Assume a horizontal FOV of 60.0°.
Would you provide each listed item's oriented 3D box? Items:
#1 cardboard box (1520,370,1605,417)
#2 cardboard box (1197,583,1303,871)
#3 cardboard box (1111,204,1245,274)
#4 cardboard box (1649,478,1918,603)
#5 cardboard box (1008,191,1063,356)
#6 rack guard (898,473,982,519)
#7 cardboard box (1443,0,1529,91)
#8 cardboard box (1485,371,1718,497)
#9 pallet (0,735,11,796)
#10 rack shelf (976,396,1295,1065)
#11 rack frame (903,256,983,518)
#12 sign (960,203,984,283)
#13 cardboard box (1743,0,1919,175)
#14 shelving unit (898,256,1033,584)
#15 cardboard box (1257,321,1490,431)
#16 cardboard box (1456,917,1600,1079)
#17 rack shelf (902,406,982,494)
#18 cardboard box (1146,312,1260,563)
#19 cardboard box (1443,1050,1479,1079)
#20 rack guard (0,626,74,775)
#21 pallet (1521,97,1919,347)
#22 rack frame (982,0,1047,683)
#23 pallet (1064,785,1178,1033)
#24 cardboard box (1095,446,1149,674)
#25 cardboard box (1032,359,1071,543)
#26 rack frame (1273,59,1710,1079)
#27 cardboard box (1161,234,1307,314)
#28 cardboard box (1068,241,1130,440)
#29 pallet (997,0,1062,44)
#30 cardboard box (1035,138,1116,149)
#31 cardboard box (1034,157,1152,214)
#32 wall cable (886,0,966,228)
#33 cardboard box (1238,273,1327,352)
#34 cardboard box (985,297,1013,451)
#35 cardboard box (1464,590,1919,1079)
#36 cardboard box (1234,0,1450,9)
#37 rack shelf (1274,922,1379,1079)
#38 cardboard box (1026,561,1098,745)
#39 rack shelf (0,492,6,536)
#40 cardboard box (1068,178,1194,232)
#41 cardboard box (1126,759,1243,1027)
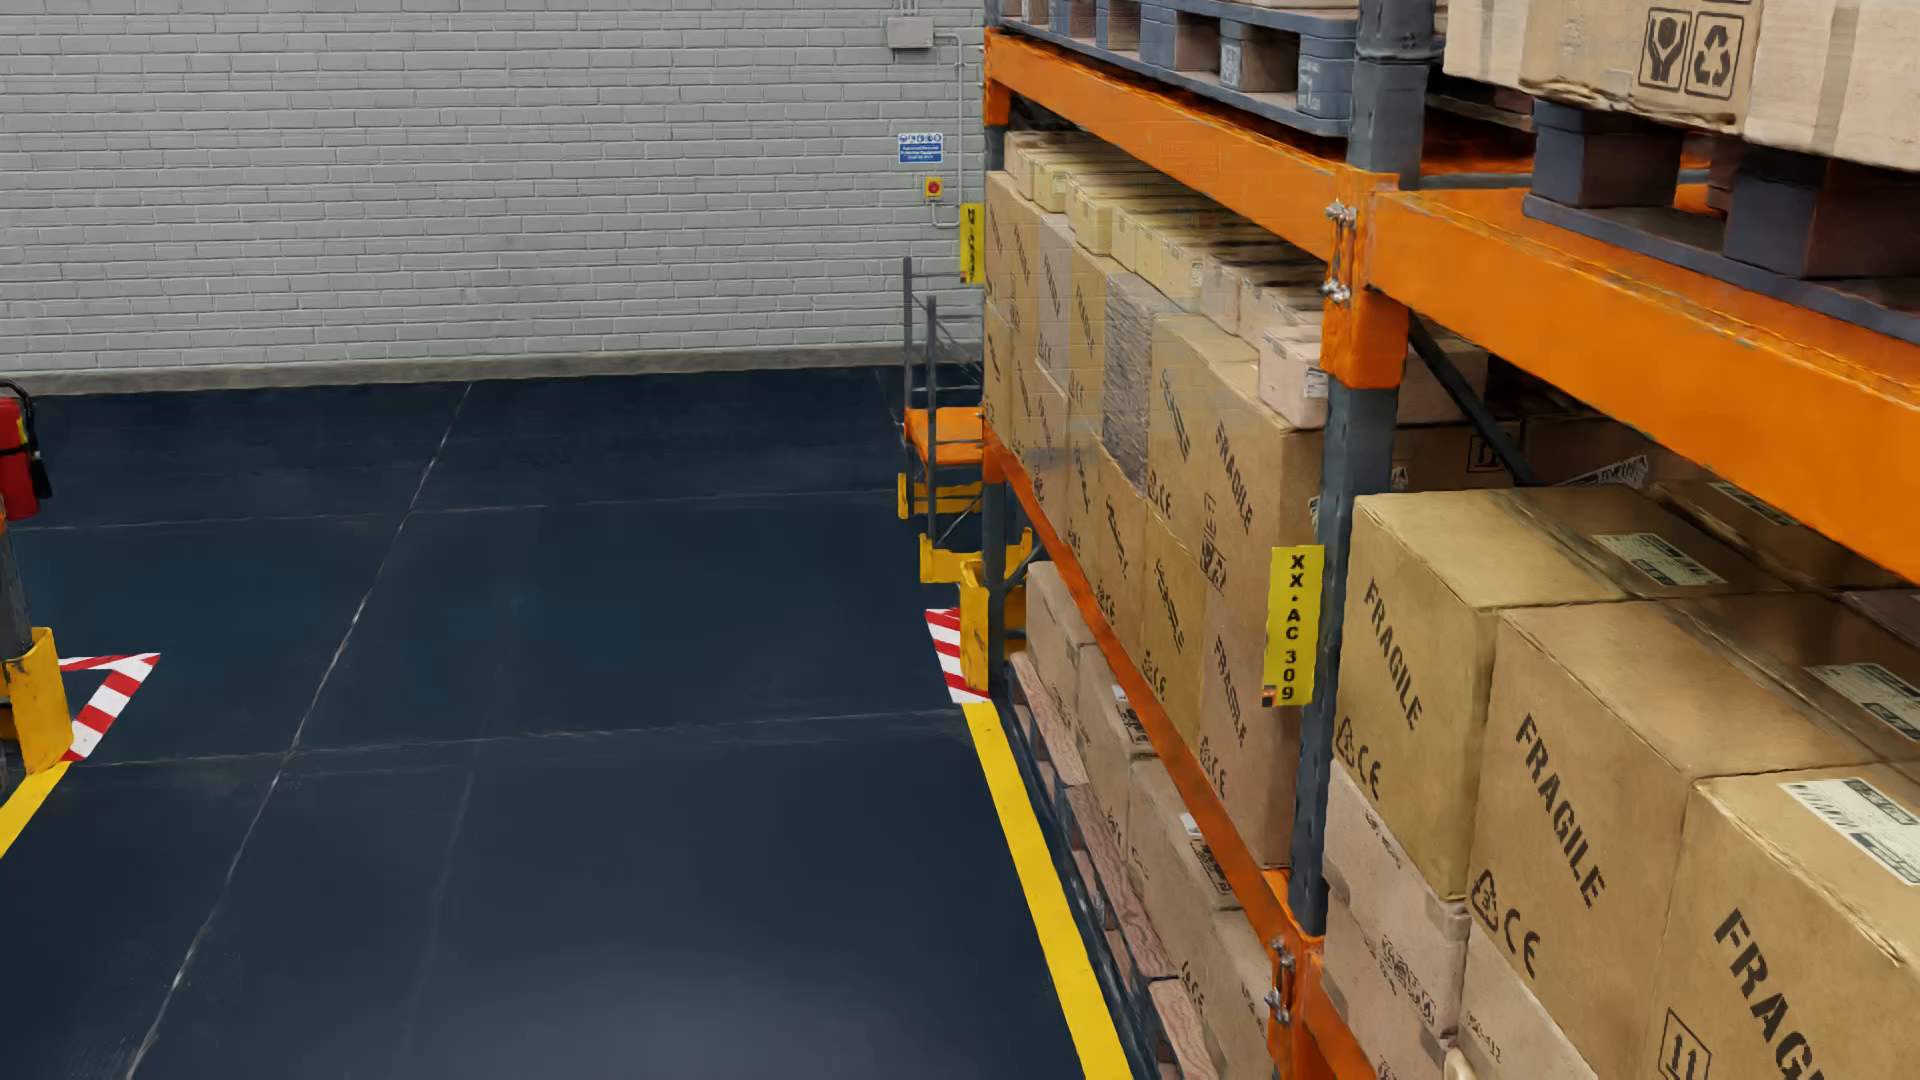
[{"bbox_3d":[1.388,-0.363,3.402,0.380,0.149,0.250,-3,21,-9],"label":"cardboard box"},{"bbox_3d":[0.857,0.384,3.758,0.500,0.500,0.500,-3,21,-7],"label":"cardboard box"},{"bbox_3d":[0.645,-0.861,4.737,0.380,0.149,0.250,-3,21,-8],"label":"cardboard box"},{"bbox_3d":[1.490,0.205,2.808,0.500,0.500,0.500,-2,21,-6],"label":"cardboard box"},{"bbox_3d":[0.469,-0.963,5.935,0.500,0.500,0.500,-3,21,-9],"label":"cardboard box"},{"bbox_3d":[-0.061,-0.263,9.563,0.587,0.250,0.087,-3,21,-8],"label":"rack guard"},{"bbox_3d":[0.902,-0.770,2.295,0.396,0.266,0.258,-3,21,-8],"label":"cardboard box"},{"bbox_3d":[1.348,-0.114,3.662,0.500,0.500,0.500,-3,21,-7],"label":"cardboard box"},{"bbox_3d":[-4.191,1.094,5.986,1.003,0.211,1.213,-3,21,-8],"label":"pallet"},{"bbox_3d":[0.888,0.223,5.360,1.077,0.370,4.000,-3,21,-8],"label":"rack shelf"},{"bbox_3d":[-0.061,-0.849,9.346,0.500,1.500,0.032,-3,21,-8],"label":"rack frame"},{"bbox_3d":[0.050,-1.223,6.854,0.100,0.325,0.005,-3,21,-8],"label":"sign"},{"bbox_3d":[1.013,-0.458,1.603,0.380,0.166,0.250,-4,21,-11],"label":"cardboard box"},{"bbox_3d":[0.011,-0.676,8.883,0.587,1.500,1.083,-3,21,-8],"label":"shelving unit"},{"bbox_3d":[0.817,-0.331,3.317,0.380,0.149,0.250,-3,21,-9],"label":"cardboard box"},{"bbox_3d":[1.064,0.760,2.394,0.500,0.250,0.500,-3,21,-7],"label":"cardboard box"},{"bbox_3d":[0.012,-0.505,8.938,0.538,0.185,1.000,-3,21,-8],"label":"rack shelf"},{"bbox_3d":[0.770,-0.262,4.060,0.500,0.500,0.500,-3,21,-9],"label":"cardboard box"},{"bbox_3d":[1.055,0.993,2.484,0.500,0.250,0.500,-3,21,-9],"label":"cardboard box"},{"bbox_3d":[-4.273,0.675,6.693,1.175,0.500,0.348,-3,21,-8],"label":"rack guard"},{"bbox_3d":[1.358,-0.422,2.046,0.805,0.209,1.217,-4,21,-10],"label":"pallet"},{"bbox_3d":[0.600,-0.807,7.089,1.000,3.000,0.127,-3,21,-8],"label":"rack frame"},{"bbox_3d":[0.965,1.194,5.717,1.003,0.211,1.213,-3,21,-8],"label":"pallet"},{"bbox_3d":[0.690,0.033,4.699,0.500,0.500,0.500,-3,21,-9],"label":"cardboard box"},{"bbox_3d":[0.541,-0.322,5.648,0.500,0.500,0.500,-3,21,-8],"label":"cardboard box"},{"bbox_3d":[1.177,0.578,3.381,1.000,3.000,0.127,-3,21,-8],"label":"rack frame"},{"bbox_3d":[0.734,-0.687,4.268,0.380,0.149,0.250,-3,21,-8],"label":"cardboard box"},{"bbox_3d":[0.623,-0.612,4.996,0.500,0.500,0.500,-3,21,-8],"label":"cardboard box"},{"bbox_3d":[0.717,-1.914,5.893,1.003,0.211,1.213,-3,21,-8],"label":"pallet"},{"bbox_3d":[0.486,-1.402,6.183,0.380,0.149,0.250,-2,21,-6],"label":"cardboard box"},{"bbox_3d":[0.465,-1.216,5.685,0.380,0.149,0.250,-4,21,-10],"label":"cardboard box"},{"bbox_3d":[-0.236,-3.248,12.129,0.585,1.953,0.123,-3,21,-8],"label":"wall cable"},{"bbox_3d":[0.860,-0.515,3.809,0.380,0.149,0.250,-3,21,-8],"label":"cardboard box"},{"bbox_3d":[0.385,-0.673,6.587,0.500,0.500,0.500,-3,21,-8],"label":"cardboard box"},{"bbox_3d":[1.056,0.405,2.274,0.500,0.500,0.500,-3,21,-8],"label":"cardboard box"},{"bbox_3d":[0.768,-1.212,3.337,0.396,0.266,0.258,-2,21,-6],"label":"cardboard box"},{"bbox_3d":[1.465,1.608,1.652,1.077,0.370,4.000,-3,21,-8],"label":"rack shelf"},{"bbox_3d":[0.794,0.420,6.865,0.875,0.438,0.875,-4,21,-10],"label":"cardboard box"},{"bbox_3d":[-3.995,0.508,4.598,1.077,0.370,4.000,-3,21,-8],"label":"rack shelf"},{"bbox_3d":[0.550,-1.039,5.212,0.380,0.149,0.250,-3,21,-7],"label":"cardboard box"},{"bbox_3d":[1.063,1.049,5.182,0.875,0.438,0.875,-4,21,-9],"label":"cardboard box"}]
